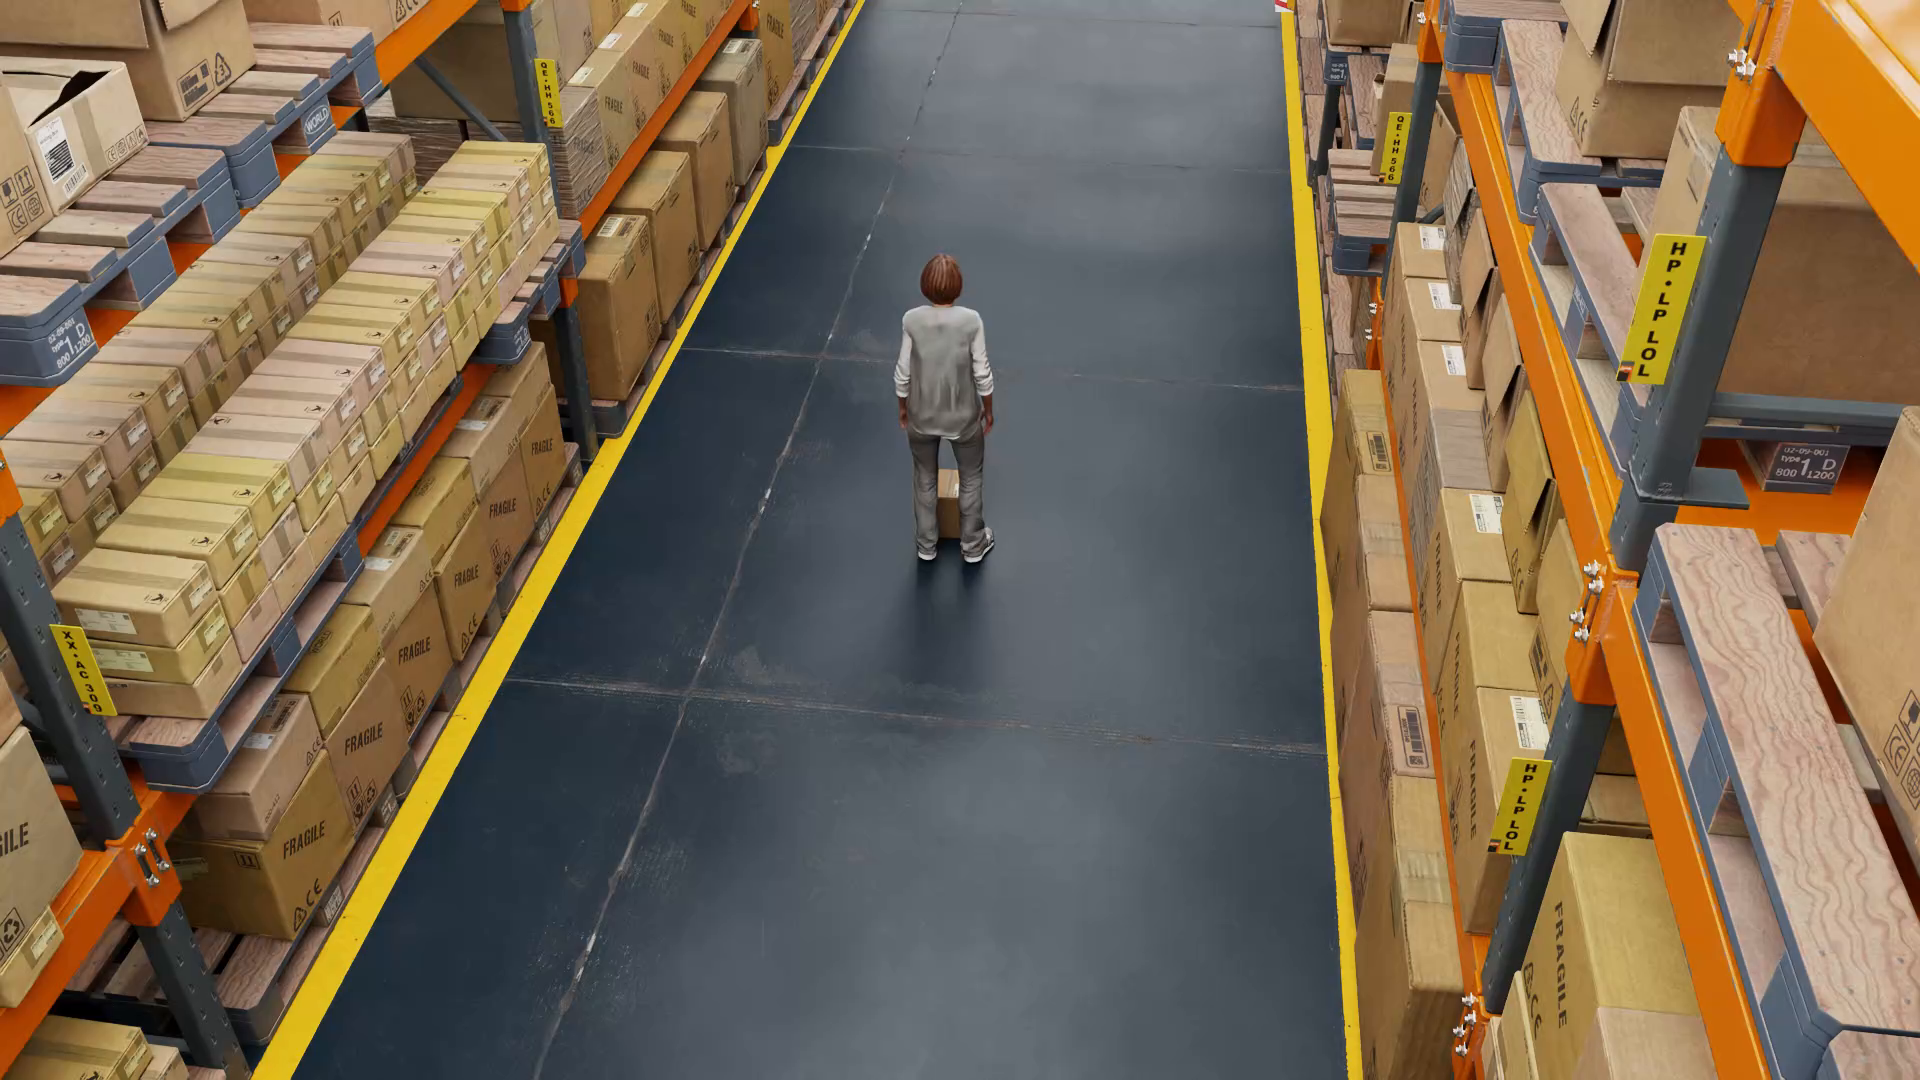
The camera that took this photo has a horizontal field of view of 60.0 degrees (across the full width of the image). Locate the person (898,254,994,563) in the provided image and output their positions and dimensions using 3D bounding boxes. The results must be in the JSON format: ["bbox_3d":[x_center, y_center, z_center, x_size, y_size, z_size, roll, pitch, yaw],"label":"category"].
[{"bbox_3d":[-0.065,-0.579,7.834,0.457,1.581,0.348,4,37,6],"label":"person"}]
